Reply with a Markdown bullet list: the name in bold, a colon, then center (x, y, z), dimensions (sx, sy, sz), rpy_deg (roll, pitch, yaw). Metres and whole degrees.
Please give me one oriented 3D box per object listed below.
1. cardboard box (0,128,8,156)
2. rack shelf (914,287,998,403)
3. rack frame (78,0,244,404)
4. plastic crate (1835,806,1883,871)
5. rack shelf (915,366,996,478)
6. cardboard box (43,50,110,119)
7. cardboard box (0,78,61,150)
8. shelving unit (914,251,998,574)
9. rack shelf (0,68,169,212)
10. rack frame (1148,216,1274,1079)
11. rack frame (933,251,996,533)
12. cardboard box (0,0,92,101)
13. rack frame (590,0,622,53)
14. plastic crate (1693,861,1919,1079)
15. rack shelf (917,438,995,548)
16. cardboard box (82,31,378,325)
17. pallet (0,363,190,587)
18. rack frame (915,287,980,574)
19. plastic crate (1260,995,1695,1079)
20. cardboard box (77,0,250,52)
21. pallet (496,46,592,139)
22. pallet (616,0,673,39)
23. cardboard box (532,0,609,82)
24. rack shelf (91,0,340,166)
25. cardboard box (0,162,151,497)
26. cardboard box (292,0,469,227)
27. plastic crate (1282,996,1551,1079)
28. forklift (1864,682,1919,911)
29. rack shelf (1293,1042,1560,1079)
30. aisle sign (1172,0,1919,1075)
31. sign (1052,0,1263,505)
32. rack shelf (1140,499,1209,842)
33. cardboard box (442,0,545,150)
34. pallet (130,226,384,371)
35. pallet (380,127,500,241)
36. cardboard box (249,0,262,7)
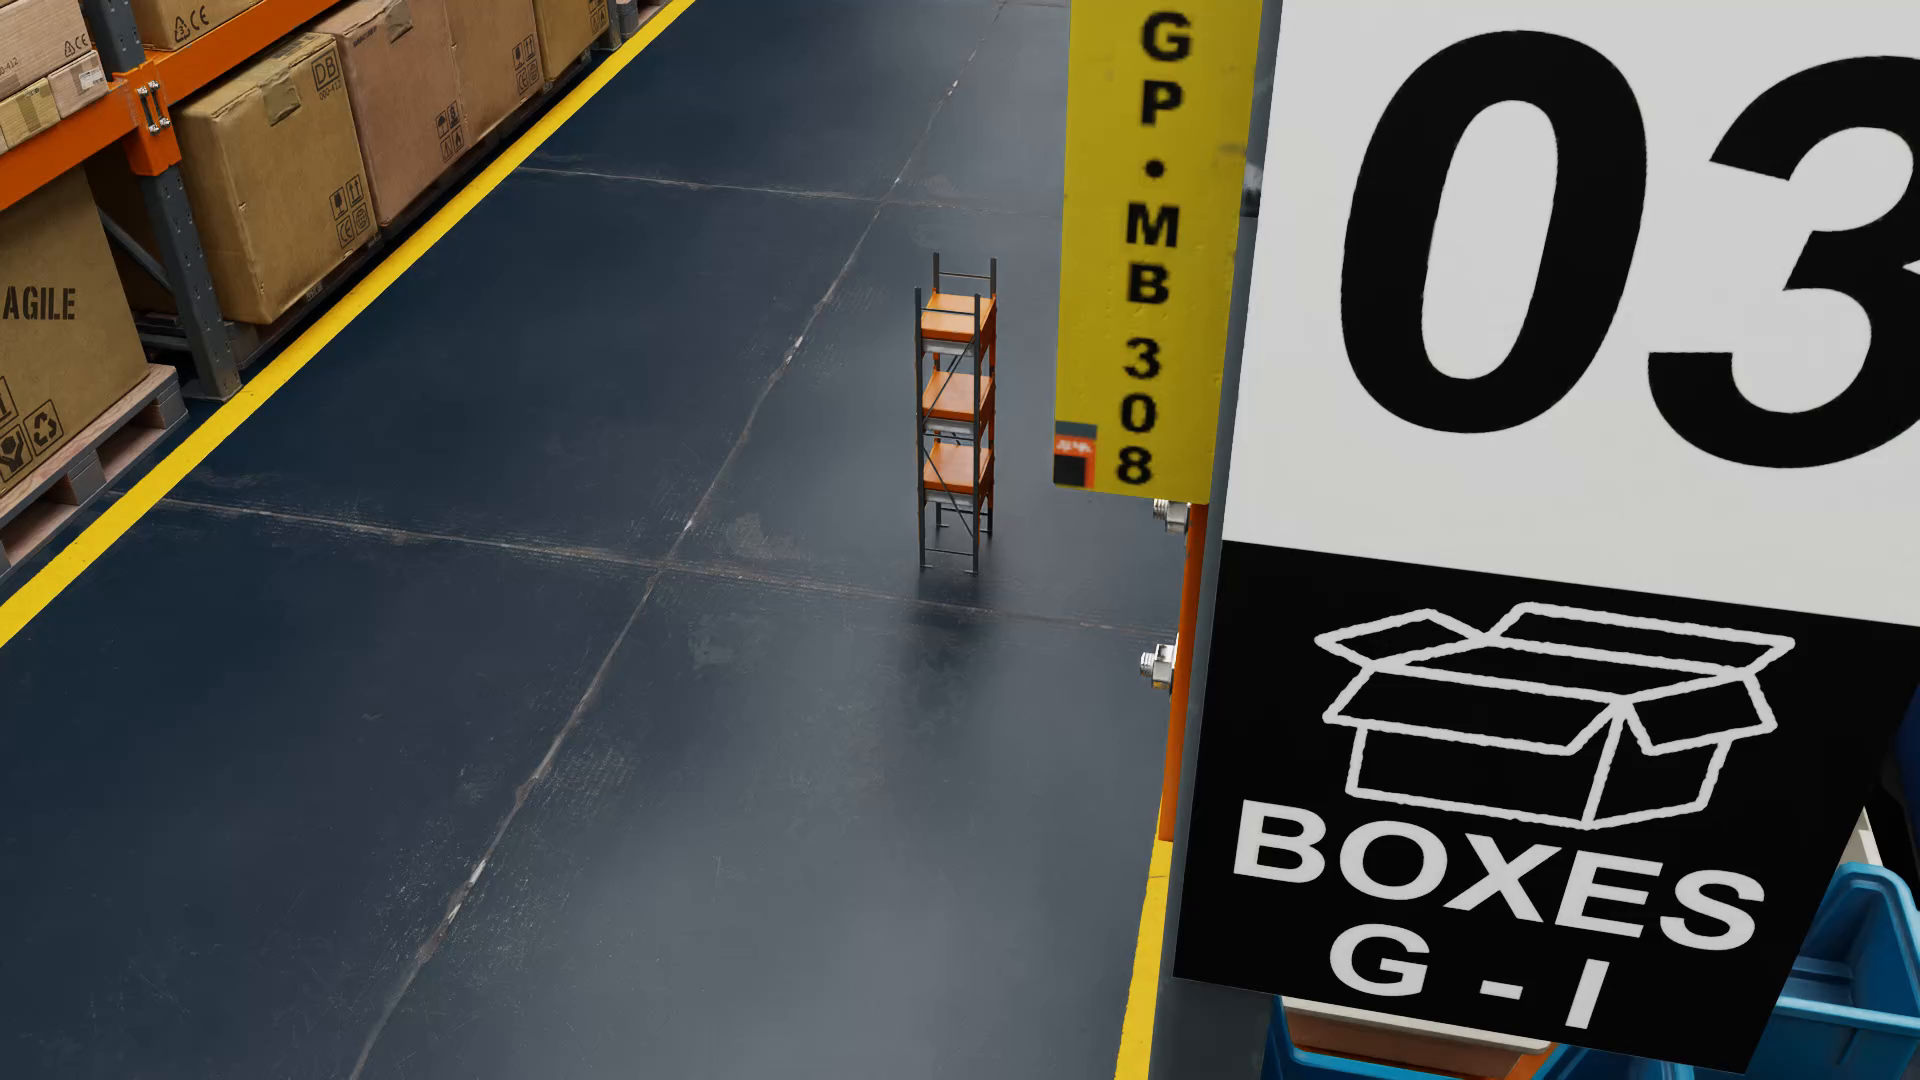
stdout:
- **cardboard box**: center (-3.191, -1.231, 5.106), dimensions (0.380, 0.149, 0.250), rpy_deg (7, 36, 9)
- **rack shelf**: center (-0.011, -0.616, 5.239), dimensions (0.215, 0.259, 0.240), rpy_deg (7, 37, 10)
- **rack frame**: center (-3.336, -1.843, 5.737), dimensions (1.000, 3.000, 0.127), rpy_deg (7, 37, 10)
- **plastic crate**: center (1.317, 0.491, 2.690), dimensions (0.250, 0.136, 0.298), rpy_deg (7, 37, 10)
- **rack shelf**: center (-0.011, -0.386, 5.406), dimensions (0.215, 0.259, 0.240), rpy_deg (7, 37, 10)
- **cardboard box**: center (-3.081, -1.525, 5.513), dimensions (0.380, 0.149, 0.250), rpy_deg (8, 37, 10)
- **cardboard box**: center (-3.136, -1.377, 5.309), dimensions (0.380, 0.149, 0.250), rpy_deg (8, 37, 11)
- **shelving unit**: center (-0.011, -0.394, 5.400), dimensions (0.215, 1.050, 0.252), rpy_deg (7, 37, 10)
- **rack shelf**: center (-3.763, -0.405, 4.366), dimensions (1.077, 0.370, 4.000), rpy_deg (7, 37, 10)
- **rack frame**: center (0.649, 1.071, 1.716), dimensions (1.000, 3.000, 0.127), rpy_deg (7, 37, 10)
- **rack frame**: center (0.015, -0.464, 5.496), dimensions (0.200, 1.050, 0.008), rpy_deg (7, 37, 10)
- **cardboard box**: center (-3.174, -1.617, 5.299), dimensions (0.500, 0.250, 0.500), rpy_deg (7, 36, 9)
- **rack frame**: center (-2.481, -4.136, 8.901), dimensions (1.000, 3.000, 0.127), rpy_deg (7, 37, 10)
- **plastic crate**: center (1.163, 0.637, 2.407), dimensions (0.416, 0.233, 0.300), rpy_deg (7, 37, 10)
- **rack shelf**: center (-0.011, -0.161, 5.569), dimensions (0.215, 0.259, 0.240), rpy_deg (7, 37, 10)
- **cardboard box**: center (-3.219, -1.522, 6.747), dimensions (1.225, 0.875, 0.875), rpy_deg (7, 37, 10)
- **pallet**: center (-3.575, -0.288, 5.967), dimensions (1.003, 0.211, 1.213), rpy_deg (7, 37, 10)
- **rack frame**: center (-0.037, -0.324, 5.303), dimensions (0.200, 1.050, 0.008), rpy_deg (7, 37, 10)
- **plastic crate**: center (0.538, 0.817, 1.985), dimensions (0.616, 0.435, 0.499), rpy_deg (7, 37, 10)
- **cardboard box**: center (-2.993, -2.116, 6.028), dimensions (0.500, 0.500, 0.500), rpy_deg (7, 37, 10)
- **pallet**: center (-2.723, -2.565, 9.109), dimensions (1.003, 0.211, 1.213), rpy_deg (7, 37, 10)
- **pallet**: center (-2.313, -3.455, 10.337), dimensions (1.003, 0.211, 1.213), rpy_deg (7, 37, 10)
- **cardboard box**: center (-2.649, -3.053, 8.859), dimensions (1.225, 0.875, 0.875), rpy_deg (6, 36, 8)
- **rack shelf**: center (-2.909, -2.698, 7.530), dimensions (1.077, 0.370, 4.000), rpy_deg (7, 37, 10)
- **cardboard box**: center (-3.555, -0.784, 5.729), dimensions (0.875, 0.875, 0.875), rpy_deg (7, 37, 10)
- **cardboard box**: center (-3.029, -2.035, 7.454), dimensions (1.225, 0.875, 0.875), rpy_deg (6, 36, 8)
- **plastic crate**: center (0.646, 0.663, 2.452), dimensions (0.396, 0.136, 0.243), rpy_deg (7, 37, 10)
- **forklift**: center (3.232, -0.774, 4.320), dimensions (1.130, 2.935, 3.031), rpy_deg (10, 37, 13)
- **rack shelf**: center (1.076, 0.216, 3.509), dimensions (1.077, 0.370, 4.000), rpy_deg (7, 37, 10)
- **aisle sign**: center (0.347, 0.023, 0.947), dimensions (0.394, 0.787, 0.004), rpy_deg (7, 37, 10)
- **sign**: center (0.108, -0.161, 0.949), dimensions (0.100, 0.325, 0.005), rpy_deg (7, 37, 10)
- **rack shelf**: center (1.076, -0.999, 2.629), dimensions (1.077, 0.370, 4.000), rpy_deg (7, 37, 10)
- **cardboard box**: center (-2.847, -2.543, 8.155), dimensions (1.225, 0.875, 0.875), rpy_deg (7, 37, 10)
- **pallet**: center (-3.245, -1.166, 7.178), dimensions (1.003, 0.211, 1.213), rpy_deg (7, 37, 10)
- **pallet**: center (-2.986, -1.867, 8.146), dimensions (1.003, 0.211, 1.213), rpy_deg (7, 37, 10)
- **cardboard box**: center (-2.887, -2.404, 6.426), dimensions (0.500, 0.500, 0.500), rpy_deg (7, 37, 10)
